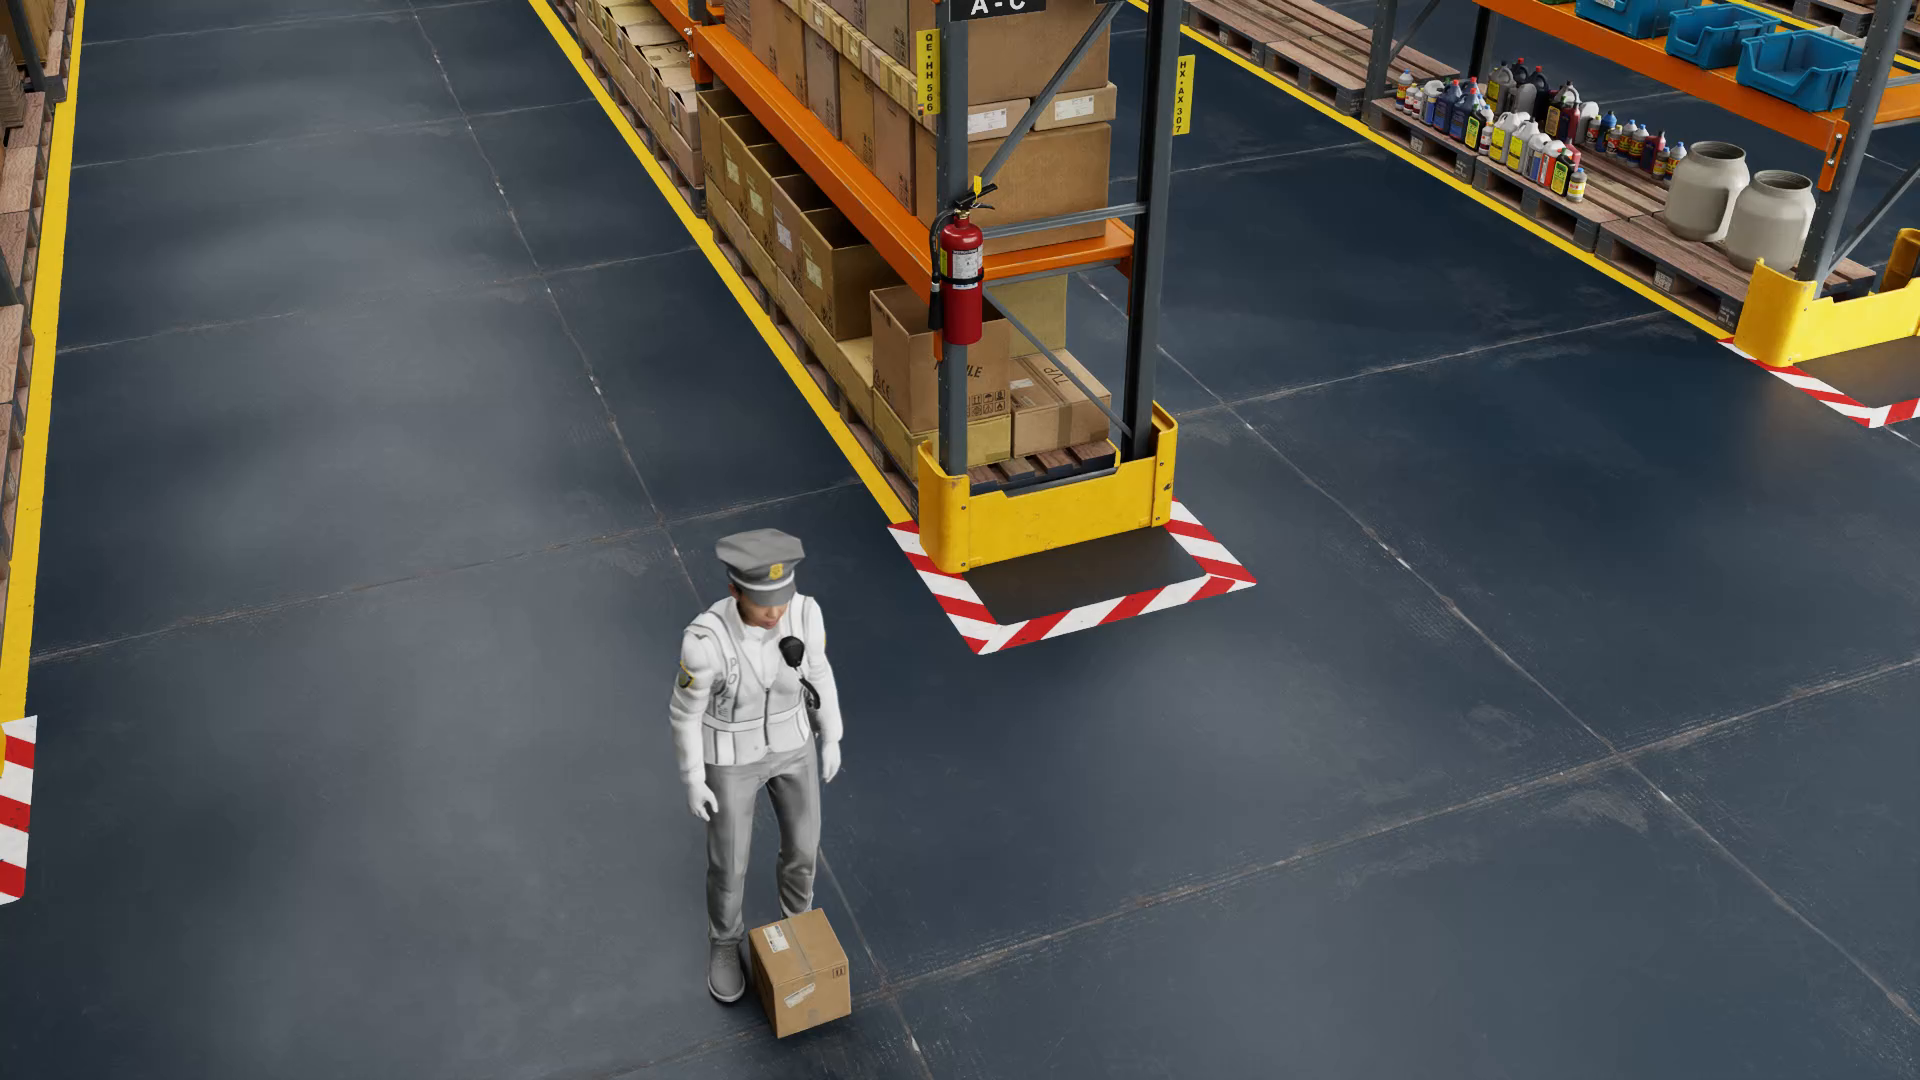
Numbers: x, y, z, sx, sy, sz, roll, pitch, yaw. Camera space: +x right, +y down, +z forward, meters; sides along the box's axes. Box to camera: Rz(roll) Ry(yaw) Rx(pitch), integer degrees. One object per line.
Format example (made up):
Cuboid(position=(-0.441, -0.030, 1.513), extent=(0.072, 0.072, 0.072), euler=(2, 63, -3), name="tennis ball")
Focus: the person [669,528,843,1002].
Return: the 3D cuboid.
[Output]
Cuboid(position=(-0.610, 0.676, 5.125), extent=(0.540, 1.661, 0.374), euler=(-15, 37, -22), name="person")
